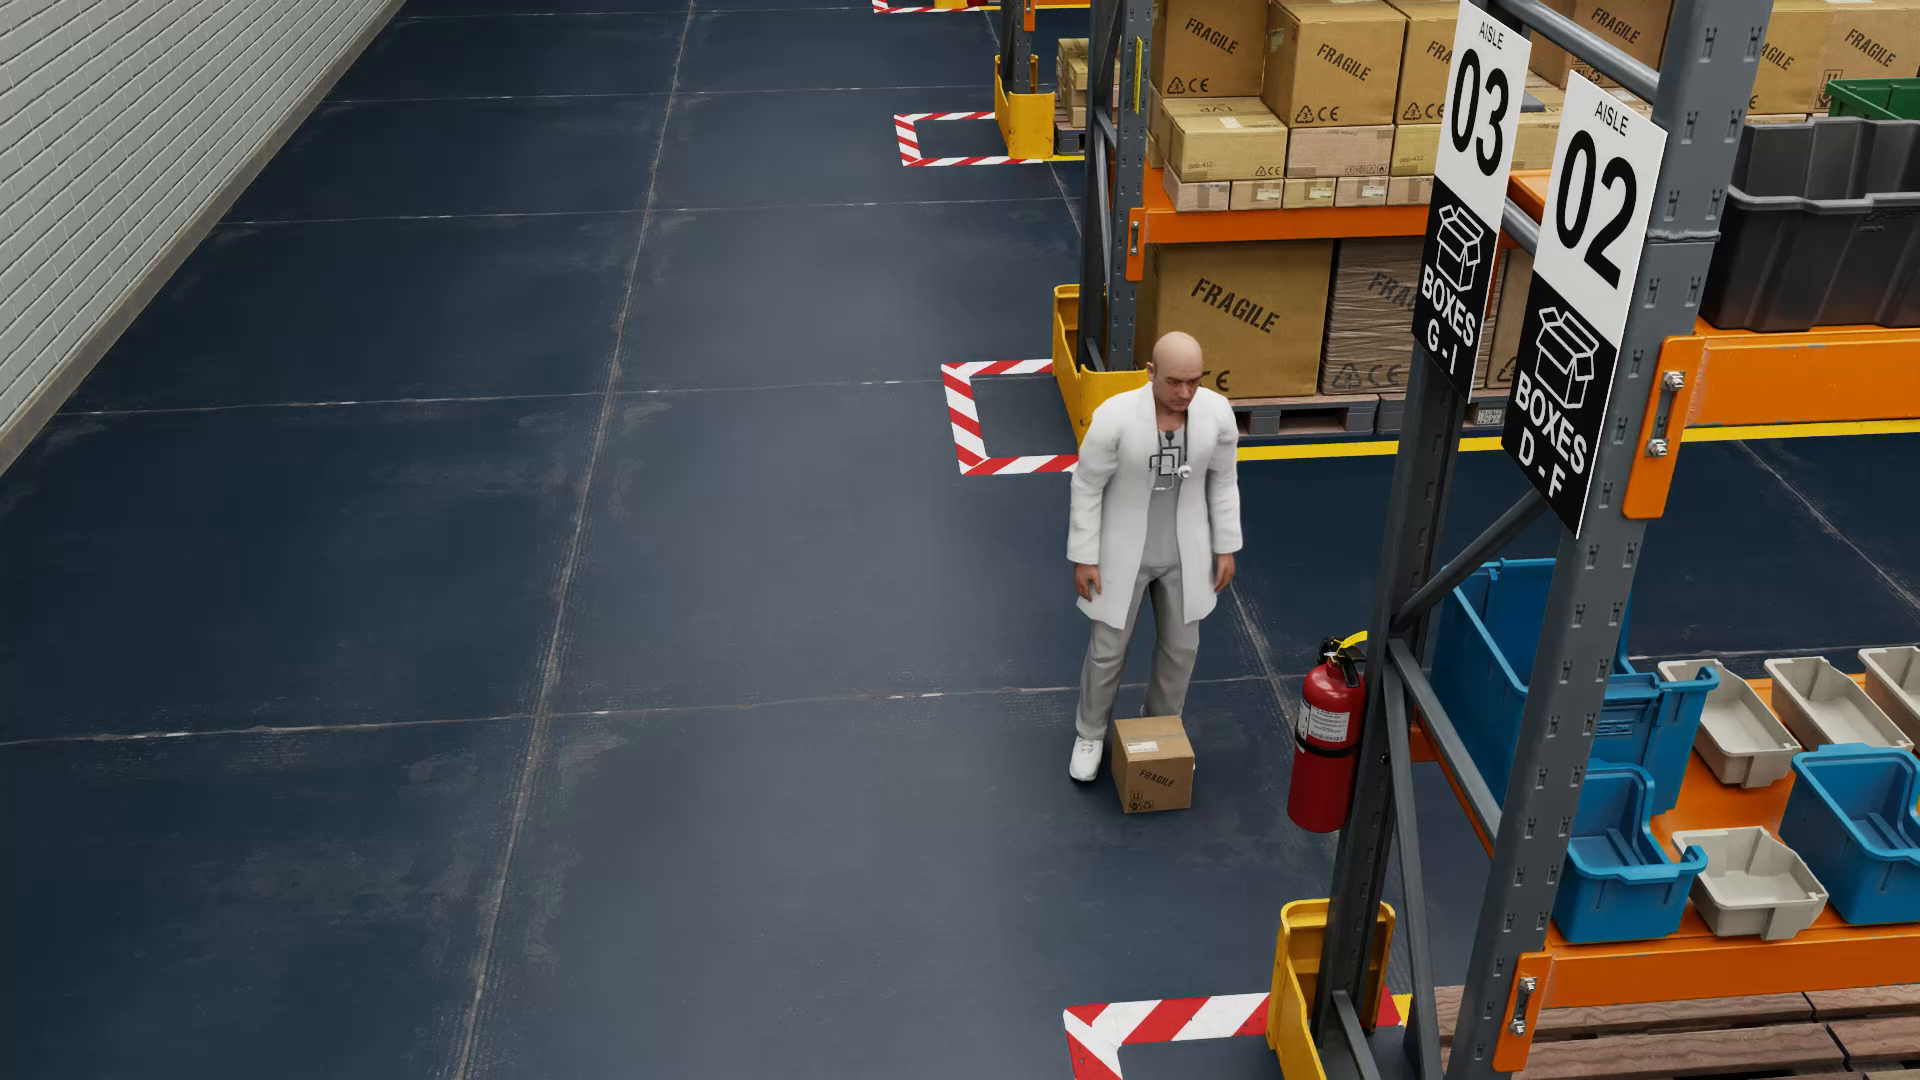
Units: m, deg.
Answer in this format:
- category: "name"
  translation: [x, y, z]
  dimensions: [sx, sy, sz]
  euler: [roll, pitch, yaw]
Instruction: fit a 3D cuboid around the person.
- category: "person"
  translation: [0.707, 0.056, 6.053]
  dimensions: [0.654, 1.774, 0.422]
  euler: [-4, 31, -7]
